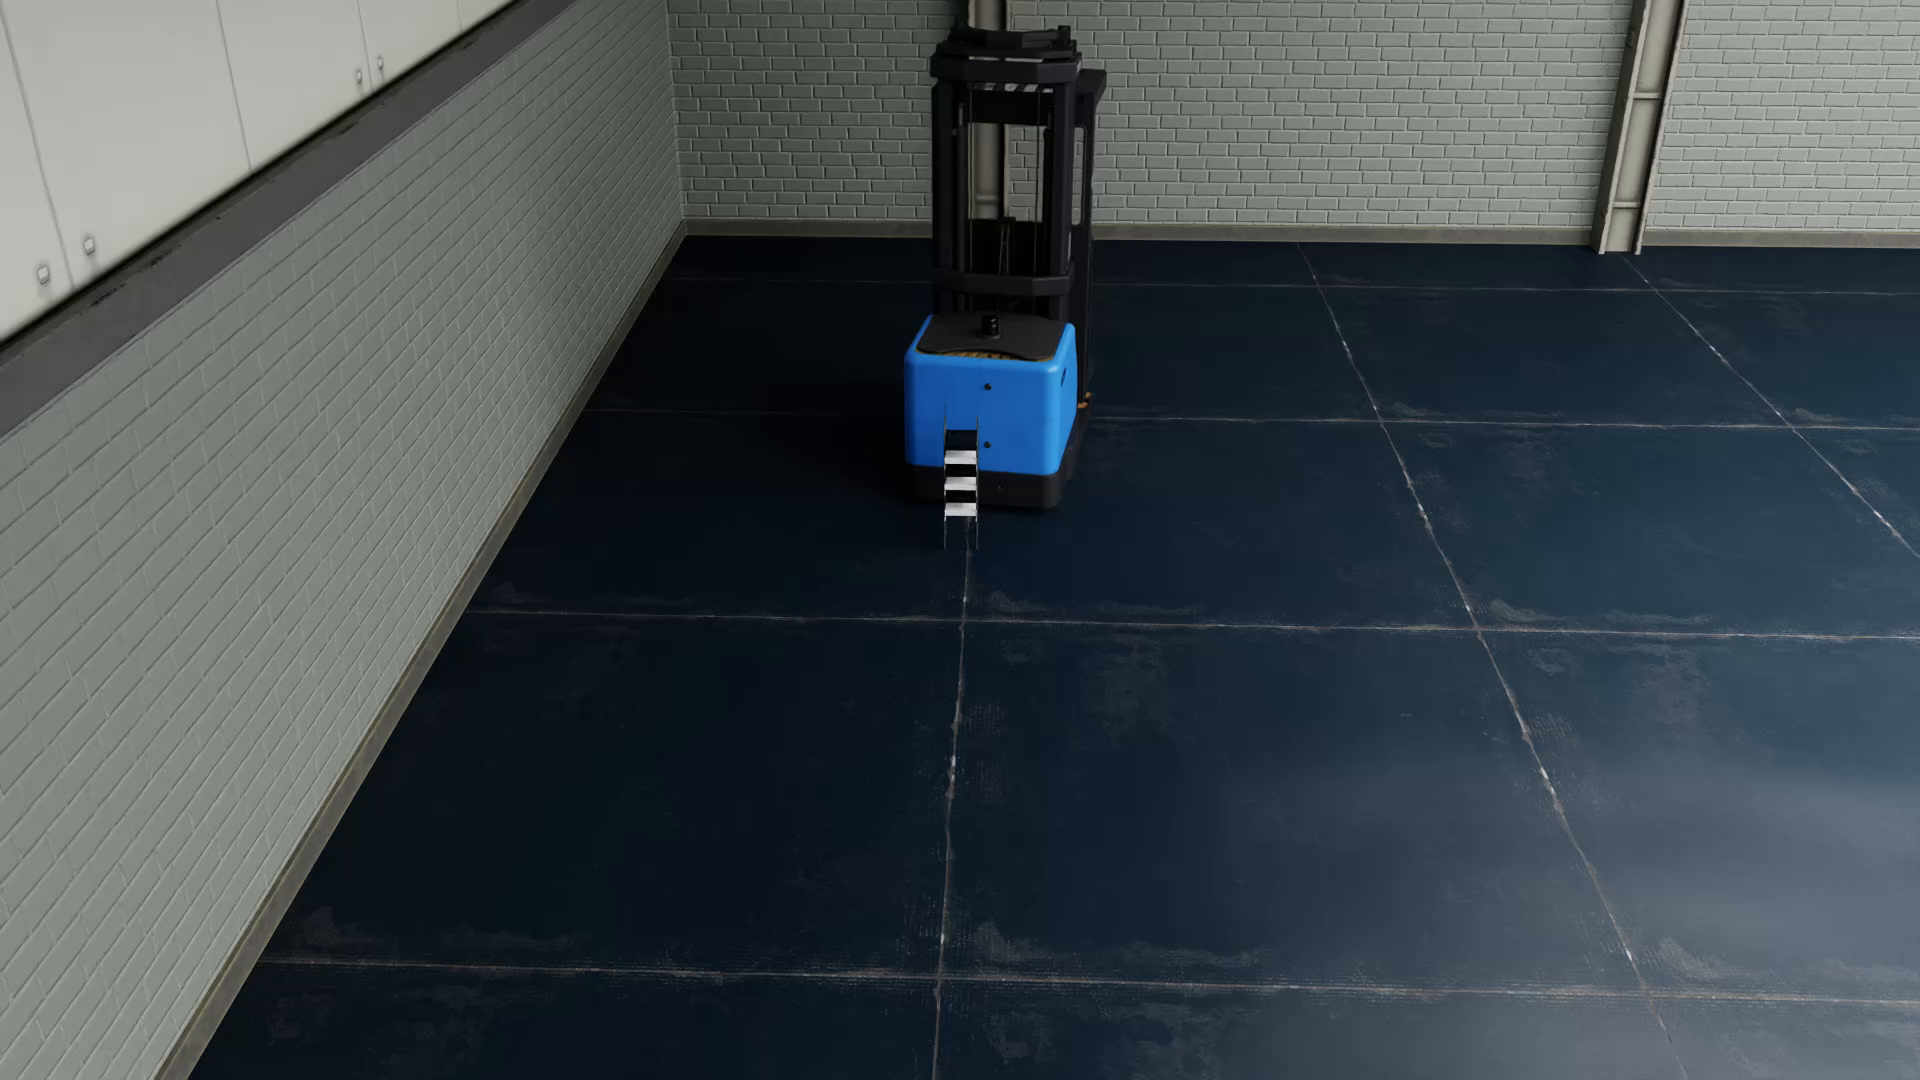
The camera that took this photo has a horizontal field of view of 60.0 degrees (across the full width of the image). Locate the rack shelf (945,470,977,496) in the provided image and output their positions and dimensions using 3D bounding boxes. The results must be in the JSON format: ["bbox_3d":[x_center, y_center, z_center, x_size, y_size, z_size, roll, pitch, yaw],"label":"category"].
[{"bbox_3d":[0.008,-0.368,10.480,0.200,0.077,0.258,1,28,2],"label":"rack shelf"}]

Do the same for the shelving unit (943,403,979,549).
[{"bbox_3d":[0.008,-0.397,10.464,0.210,0.900,0.258,1,28,2],"label":"shelving unit"}]

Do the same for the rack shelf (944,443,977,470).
[{"bbox_3d":[0.008,-0.527,10.396,0.200,0.077,0.258,1,28,2],"label":"rack shelf"}]

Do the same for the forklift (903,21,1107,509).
[{"bbox_3d":[0.398,-2.168,11.636,1.130,2.935,3.031,5,28,9],"label":"forklift"}]

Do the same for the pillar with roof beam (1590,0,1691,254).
[{"bbox_3d":[6.119,-4.749,10.027,0.400,9.000,9.100,1,28,2],"label":"pillar with roof beam"}]

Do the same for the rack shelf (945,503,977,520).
[{"bbox_3d":[0.008,-0.209,10.564,0.200,0.077,0.258,1,28,2],"label":"rack shelf"}]

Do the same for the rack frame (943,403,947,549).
[{"bbox_3d":[-0.093,-0.399,10.468,0.006,0.900,0.240,1,28,2],"label":"rack frame"}]

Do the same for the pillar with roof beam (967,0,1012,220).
[{"bbox_3d":[0.122,-4.849,10.214,0.400,9.000,9.100,1,28,2],"label":"pillar with roof beam"}]

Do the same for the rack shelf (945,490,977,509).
[{"bbox_3d":[0.008,-0.288,10.522,0.200,0.077,0.258,1,28,2],"label":"rack shelf"}]

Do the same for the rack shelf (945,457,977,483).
[{"bbox_3d":[0.008,-0.448,10.438,0.200,0.077,0.258,1,28,2],"label":"rack shelf"}]

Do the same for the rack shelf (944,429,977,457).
[{"bbox_3d":[0.008,-0.607,10.354,0.200,0.077,0.258,1,28,2],"label":"rack shelf"}]

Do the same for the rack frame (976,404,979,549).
[{"bbox_3d":[0.110,-0.396,10.461,0.006,0.900,0.240,1,28,2],"label":"rack frame"}]
